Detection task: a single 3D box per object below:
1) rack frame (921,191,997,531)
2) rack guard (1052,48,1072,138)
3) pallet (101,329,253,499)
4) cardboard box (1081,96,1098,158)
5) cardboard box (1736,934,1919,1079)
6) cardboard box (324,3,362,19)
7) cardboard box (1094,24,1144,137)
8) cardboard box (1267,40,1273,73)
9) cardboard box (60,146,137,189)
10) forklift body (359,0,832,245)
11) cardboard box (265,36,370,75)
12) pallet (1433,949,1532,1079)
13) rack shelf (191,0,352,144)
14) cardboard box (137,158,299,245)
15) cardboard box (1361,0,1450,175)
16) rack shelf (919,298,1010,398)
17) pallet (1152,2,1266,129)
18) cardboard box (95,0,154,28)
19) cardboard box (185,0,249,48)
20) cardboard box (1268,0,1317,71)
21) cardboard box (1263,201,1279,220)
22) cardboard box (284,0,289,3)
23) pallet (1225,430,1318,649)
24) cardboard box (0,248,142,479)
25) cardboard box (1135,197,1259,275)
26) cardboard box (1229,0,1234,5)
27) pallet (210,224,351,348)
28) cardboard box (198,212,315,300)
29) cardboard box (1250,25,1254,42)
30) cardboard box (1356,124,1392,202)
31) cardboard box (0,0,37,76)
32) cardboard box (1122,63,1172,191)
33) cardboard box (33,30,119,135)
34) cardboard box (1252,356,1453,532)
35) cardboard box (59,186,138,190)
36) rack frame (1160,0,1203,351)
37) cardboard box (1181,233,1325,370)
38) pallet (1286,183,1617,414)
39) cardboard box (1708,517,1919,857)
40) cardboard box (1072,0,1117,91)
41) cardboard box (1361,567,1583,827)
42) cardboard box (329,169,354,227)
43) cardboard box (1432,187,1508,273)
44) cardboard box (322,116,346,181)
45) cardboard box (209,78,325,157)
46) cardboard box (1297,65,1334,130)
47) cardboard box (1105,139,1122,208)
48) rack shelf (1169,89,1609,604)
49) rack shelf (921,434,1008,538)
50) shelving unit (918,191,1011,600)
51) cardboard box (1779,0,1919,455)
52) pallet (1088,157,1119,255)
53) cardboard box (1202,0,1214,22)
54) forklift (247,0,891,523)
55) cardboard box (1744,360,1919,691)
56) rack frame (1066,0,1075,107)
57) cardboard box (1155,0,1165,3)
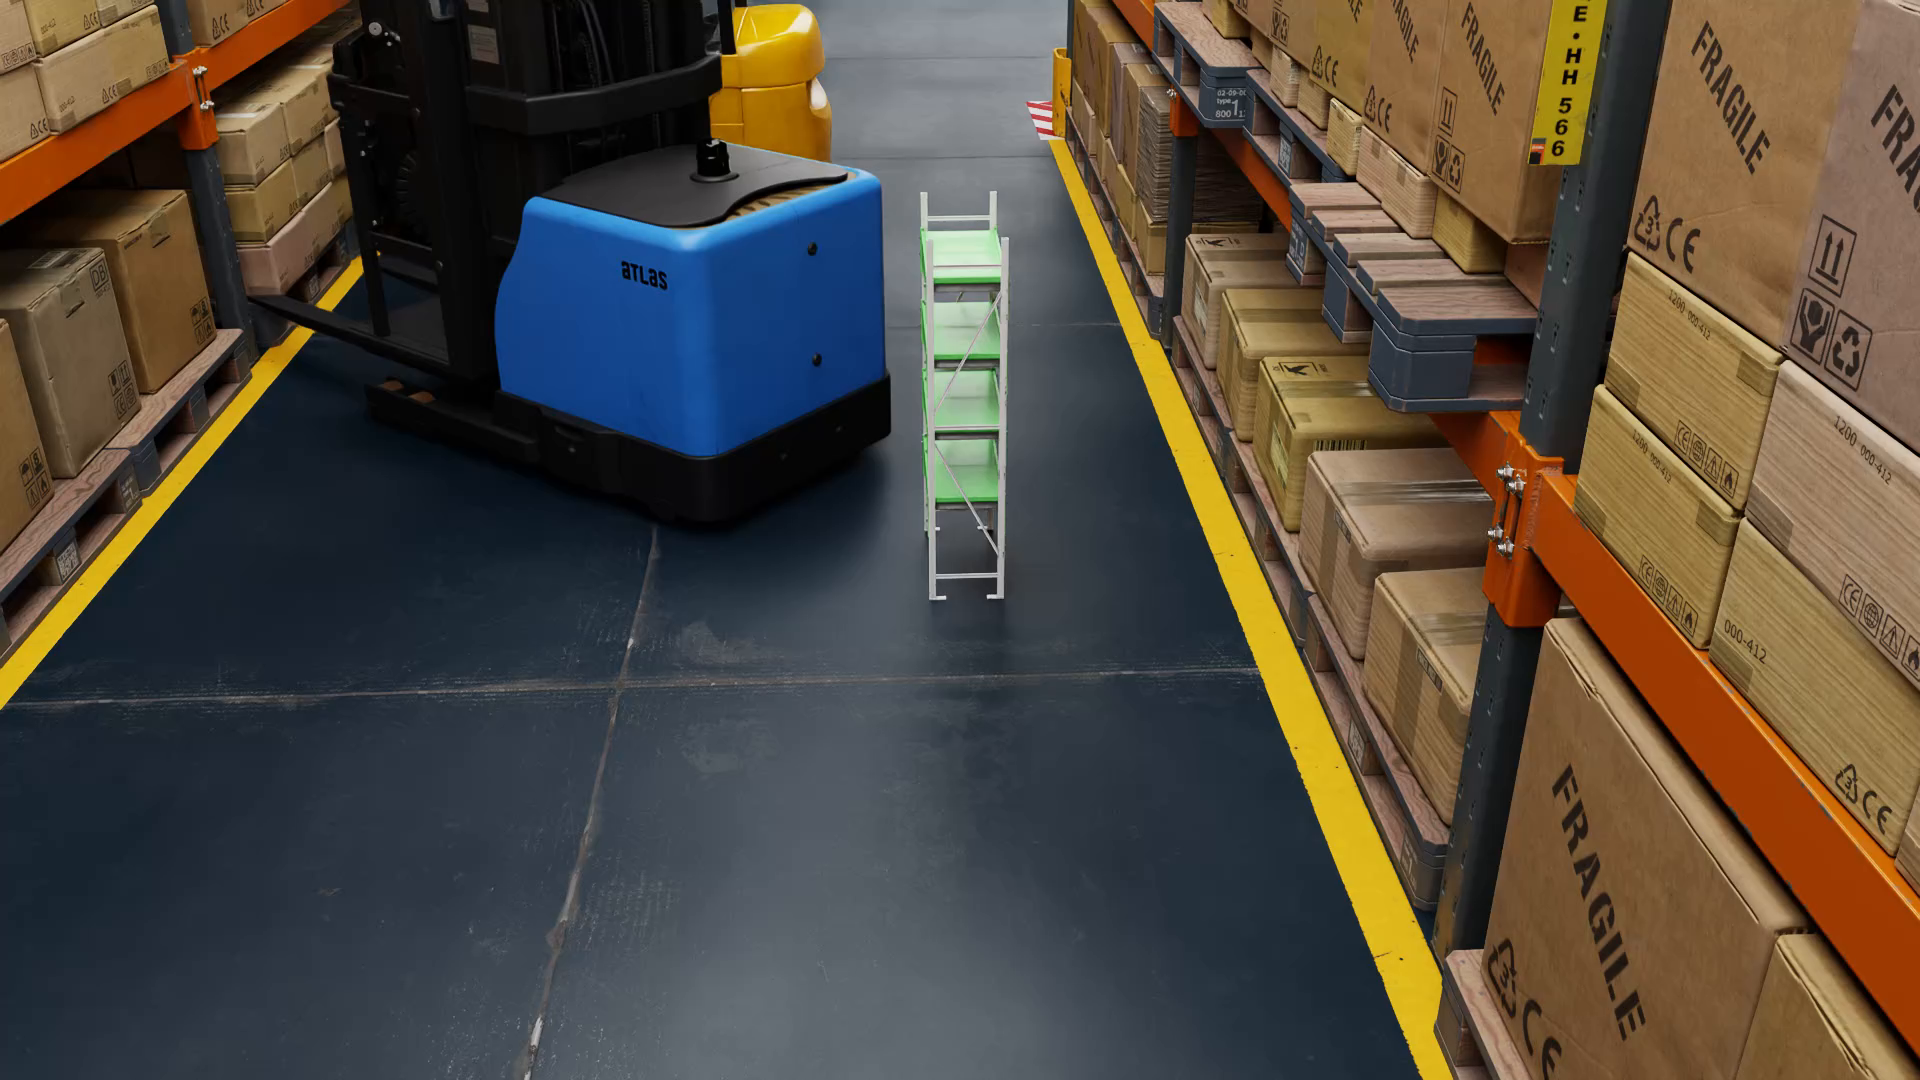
[{"bbox_3d":[-0.004,-0.568,5.542,0.240,1.200,0.015,-1,28,-3],"label":"rack frame"},{"bbox_3d":[1.195,-2.908,10.785,1.175,0.500,0.348,-1,28,-3],"label":"rack guard"},{"bbox_3d":[-3.479,-0.507,6.494,1.003,0.211,1.213,-1,28,-3],"label":"pallet"},{"bbox_3d":[0.976,-2.403,9.634,0.500,0.250,0.500,0,28,-1],"label":"cardboard box"},{"bbox_3d":[1.605,1.132,2.180,0.875,0.875,0.875,-1,28,-2],"label":"cardboard box"},{"bbox_3d":[-3.397,-2.899,9.504,0.500,0.250,0.500,-1,28,-2],"label":"cardboard box"},{"bbox_3d":[1.009,-2.488,8.984,0.500,0.500,0.500,-1,28,-2],"label":"cardboard box"},{"bbox_3d":[1.192,-1.538,5.272,0.380,0.149,0.250,-1,28,-2],"label":"cardboard box"},{"bbox_3d":[-3.775,-1.716,7.234,0.500,0.250,0.500,-1,28,-2],"label":"cardboard box"},{"bbox_3d":[-1.844,-2.722,8.643,2.313,2.155,1.214,-1,28,-3],"label":"forklift body"},{"bbox_3d":[-3.342,-2.432,8.608,0.500,0.250,0.500,-2,28,-4],"label":"cardboard box"},{"bbox_3d":[1.575,1.245,3.134,1.003,0.211,1.213,-1,28,-3],"label":"pallet"},{"bbox_3d":[-3.661,-2.687,8.437,1.077,0.370,4.000,-1,28,-3],"label":"rack shelf"},{"bbox_3d":[-3.273,-1.502,7.365,0.500,0.250,0.500,-2,28,-3],"label":"cardboard box"},{"bbox_3d":[1.270,-1.161,3.849,0.500,0.500,0.500,-2,28,-3],"label":"cardboard box"},{"bbox_3d":[0.009,-0.612,5.245,0.258,0.148,0.480,-1,28,-3],"label":"rack shelf"},{"bbox_3d":[1.295,-1.763,6.093,1.003,0.211,1.213,-1,28,-3],"label":"pallet"},{"bbox_3d":[-3.275,-2.017,5.996,0.500,0.250,0.500,-2,28,-4],"label":"cardboard box"},{"bbox_3d":[-3.319,-2.338,6.881,0.500,0.500,0.500,-2,28,-4],"label":"cardboard box"},{"bbox_3d":[1.215,-1.646,4.779,0.500,0.500,0.500,-2,28,-5],"label":"cardboard box"},{"bbox_3d":[1.639,-1.783,7.633,0.500,0.500,0.500,0,28,0],"label":"cardboard box"},{"bbox_3d":[-3.390,-2.812,7.790,0.500,0.500,0.500,-2,28,-3],"label":"cardboard box"},{"bbox_3d":[1.509,-0.044,5.605,1.003,0.211,1.213,-1,28,-3],"label":"pallet"},{"bbox_3d":[-3.485,-0.617,5.803,0.875,0.625,0.625,-2,28,-3],"label":"cardboard box"},{"bbox_3d":[1.101,-1.438,7.782,0.500,0.250,0.500,0,28,0],"label":"cardboard box"},{"bbox_3d":[1.165,-2.112,5.672,0.500,0.500,0.500,-1,28,-2],"label":"cardboard box"},{"bbox_3d":[-3.556,-1.215,7.850,1.003,0.211,1.213,-1,28,-3],"label":"pallet"},{"bbox_3d":[-3.251,-1.281,7.482,0.500,0.250,0.500,-1,28,-2],"label":"cardboard box"},{"bbox_3d":[1.209,-1.772,5.721,0.380,0.149,0.250,0,28,1],"label":"cardboard box"},{"bbox_3d":[1.208,-0.931,4.109,0.380,0.149,0.250,-3,28,-5],"label":"cardboard box"},{"bbox_3d":[-3.221,-1.544,5.087,0.500,0.250,0.500,-1,28,-2],"label":"cardboard box"},{"bbox_3d":[1.073,-2.005,8.060,0.500,0.500,0.500,-1,28,-2],"label":"cardboard box"},{"bbox_3d":[-3.237,-1.558,5.655,0.500,0.250,0.500,-2,28,-3],"label":"cardboard box"},{"bbox_3d":[1.509,-0.330,5.527,0.950,0.372,0.625,0,28,-1],"label":"cardboard box"},{"bbox_3d":[-3.786,-1.491,7.344,0.500,0.250,0.500,-2,28,-4],"label":"cardboard box"},{"bbox_3d":[1.400,-2.204,6.733,1.000,3.000,0.127,-1,28,-3],"label":"rack frame"},{"bbox_3d":[1.430,-0.983,6.779,0.950,0.372,0.625,-1,28,-2],"label":"cardboard box"},{"bbox_3d":[1.466,-0.598,3.861,1.213,0.211,1.003,-1,28,-3],"label":"pallet"},{"bbox_3d":[1.428,0.178,2.327,0.500,0.250,0.500,-2,28,-4],"label":"cardboard box"},{"bbox_3d":[0.959,-2.961,9.892,0.500,0.500,0.500,-2,28,-4],"label":"cardboard box"},{"bbox_3d":[1.590,0.361,4.202,0.950,0.372,0.625,-3,28,-6],"label":"cardboard box"},{"bbox_3d":[-3.335,-1.752,8.385,0.500,0.250,0.500,-1,28,-2],"label":"cardboard box"},{"bbox_3d":[1.271,-0.700,3.665,0.380,0.149,0.250,-1,28,-2],"label":"cardboard box"},{"bbox_3d":[-3.316,-1.967,8.257,0.500,0.250,0.500,-2,28,-3],"label":"cardboard box"},{"bbox_3d":[-3.285,-1.960,7.703,0.500,0.250,0.500,-1,28,-3],"label":"cardboard box"},{"bbox_3d":[1.197,-1.291,4.799,0.380,0.149,0.250,-2,28,-4],"label":"cardboard box"},{"bbox_3d":[1.041,-1.918,8.704,0.500,0.250,0.500,-1,28,-2],"label":"cardboard box"},{"bbox_3d":[1.505,-0.962,5.128,1.077,0.370,4.000,-1,28,-3],"label":"rack shelf"},{"bbox_3d":[0.009,-0.186,5.466,0.258,0.148,0.480,-1,28,-3],"label":"rack shelf"},{"bbox_3d":[0.009,-0.456,5.326,0.258,1.200,0.503,-1,28,-3],"label":"shelving unit"},{"bbox_3d":[1.426,-0.382,2.050,0.500,0.500,0.500,-1,28,-2],"label":"cardboard box"},{"bbox_3d":[1.263,-1.842,9.053,1.003,0.211,1.213,-1,28,-3],"label":"pallet"},{"bbox_3d":[1.114,-2.016,6.190,0.380,0.149,0.250,-1,28,-2],"label":"cardboard box"},{"bbox_3d":[-1.749,-1.891,6.206,3.031,2.935,1.130,19,33,32],"label":"forklift"},{"bbox_3d":[1.415,-0.033,2.192,0.500,0.250,0.500,-1,28,-1],"label":"cardboard box"},{"bbox_3d":[1.191,-4.051,10.274,1.000,3.000,0.127,-1,28,-3],"label":"rack frame"},{"bbox_3d":[1.059,-2.349,7.282,0.380,0.149,0.250,-1,28,-1],"label":"cardboard box"}]
